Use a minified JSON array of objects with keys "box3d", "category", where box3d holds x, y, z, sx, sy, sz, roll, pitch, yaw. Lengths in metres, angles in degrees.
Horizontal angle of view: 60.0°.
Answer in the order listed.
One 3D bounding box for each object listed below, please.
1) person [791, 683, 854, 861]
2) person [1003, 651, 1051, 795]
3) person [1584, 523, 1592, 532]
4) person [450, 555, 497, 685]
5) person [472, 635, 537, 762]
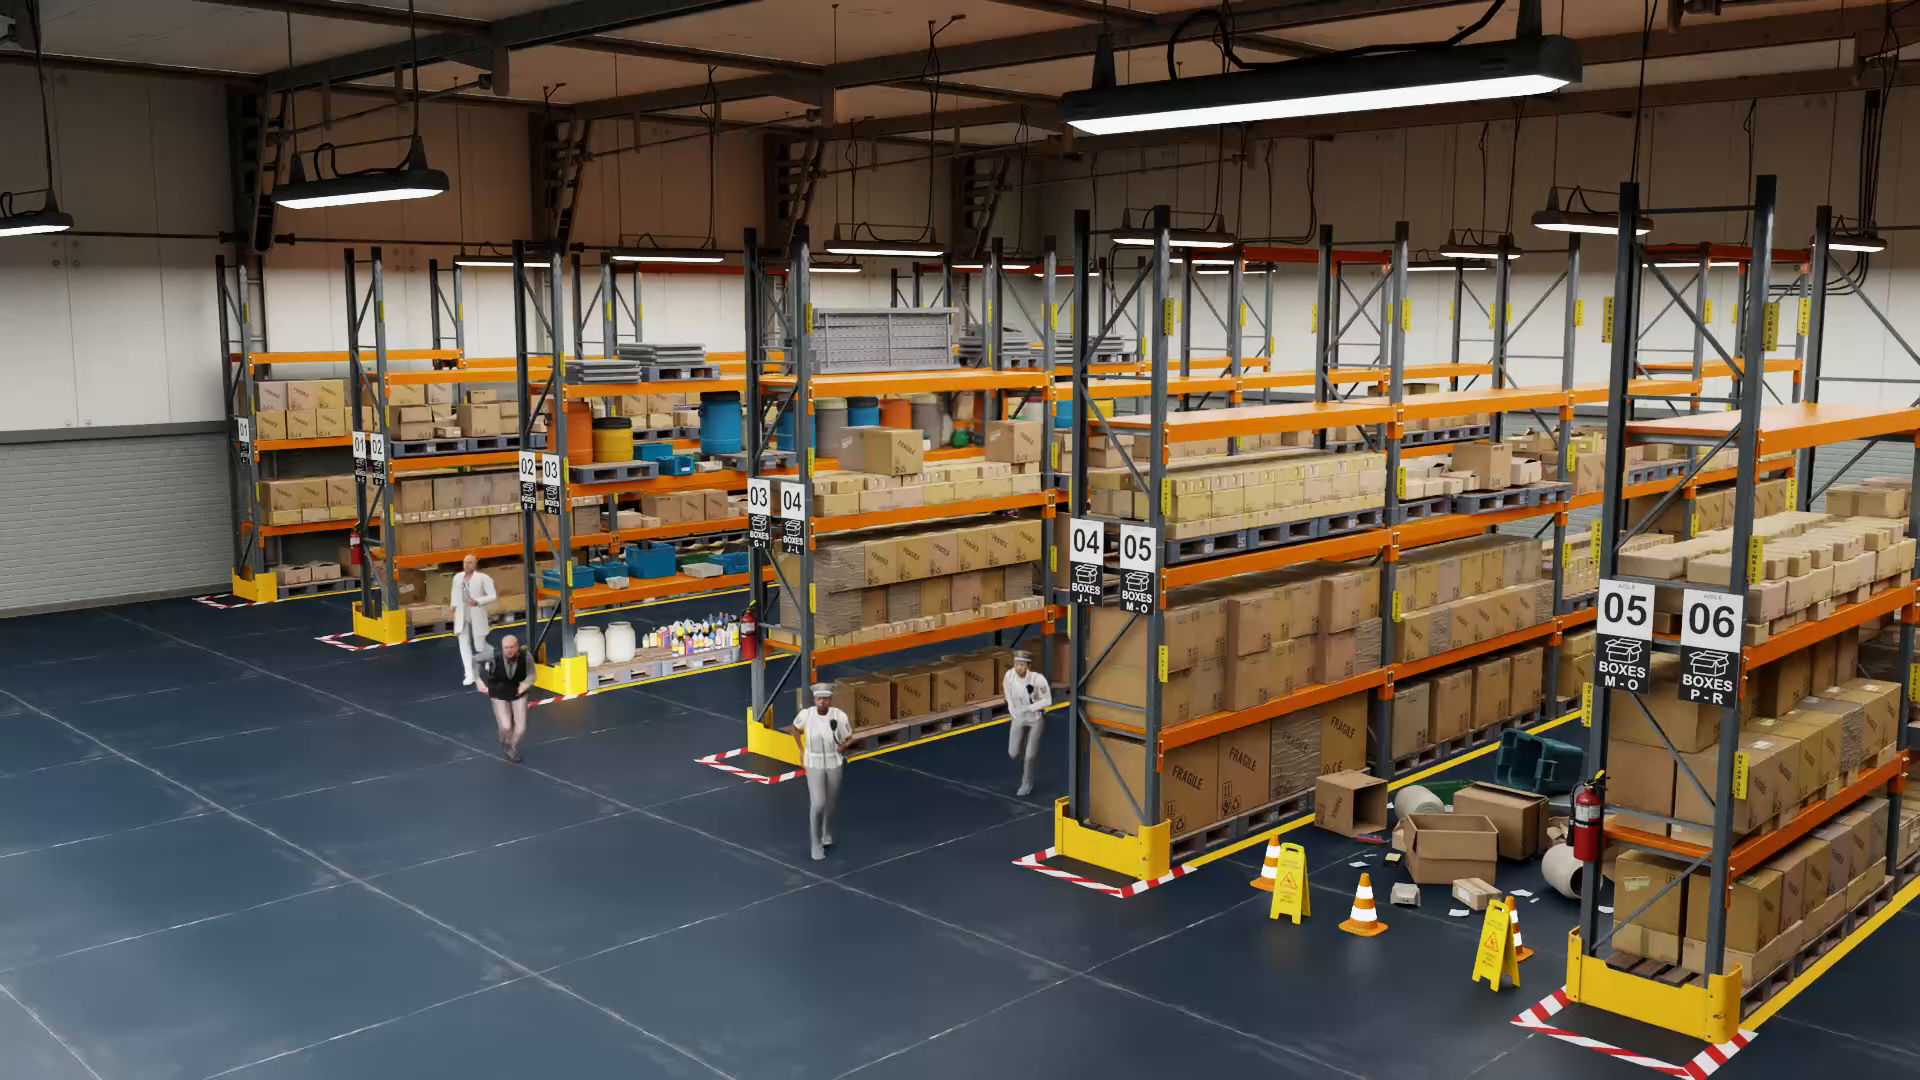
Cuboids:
[{"box3d":[-1.279,2.157,15.579,0.577,1.731,0.772,-1,8,-7],"category":"person"},{"box3d":[0.681,1.920,17.506,0.604,1.605,0.668,3,9,20],"category":"person"},{"box3d":[9.950,0.588,26.369,0.666,1.746,0.605,7,11,42],"category":"person"},{"box3d":[-6.688,1.064,22.839,0.711,1.750,0.870,1,8,6],"category":"person"},{"box3d":[-5.069,1.783,18.560,0.683,1.549,0.866,-3,9,-21],"category":"person"}]
